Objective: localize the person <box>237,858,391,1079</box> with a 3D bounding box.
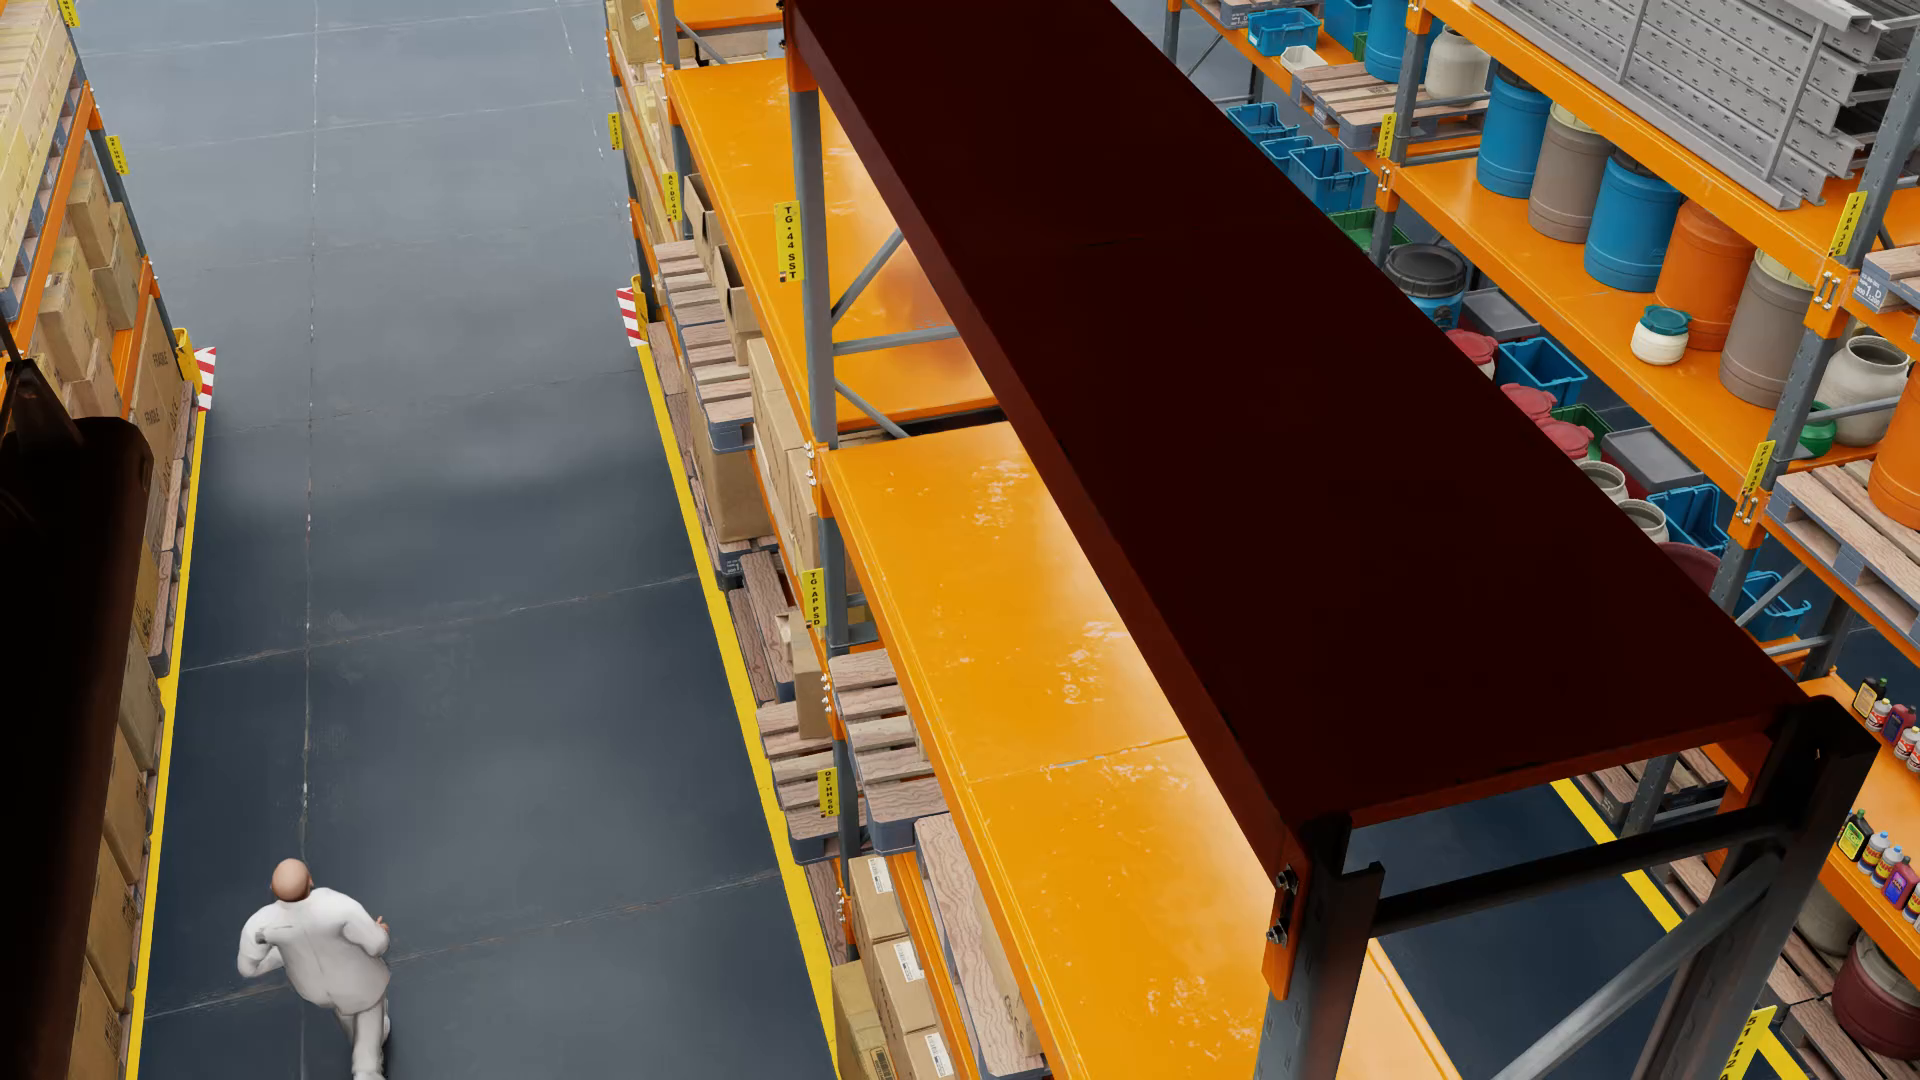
[{"bbox_3d":[-3.256,2.268,8.588,0.726,1.743,0.771,-6,39,-8],"label":"person"}]
